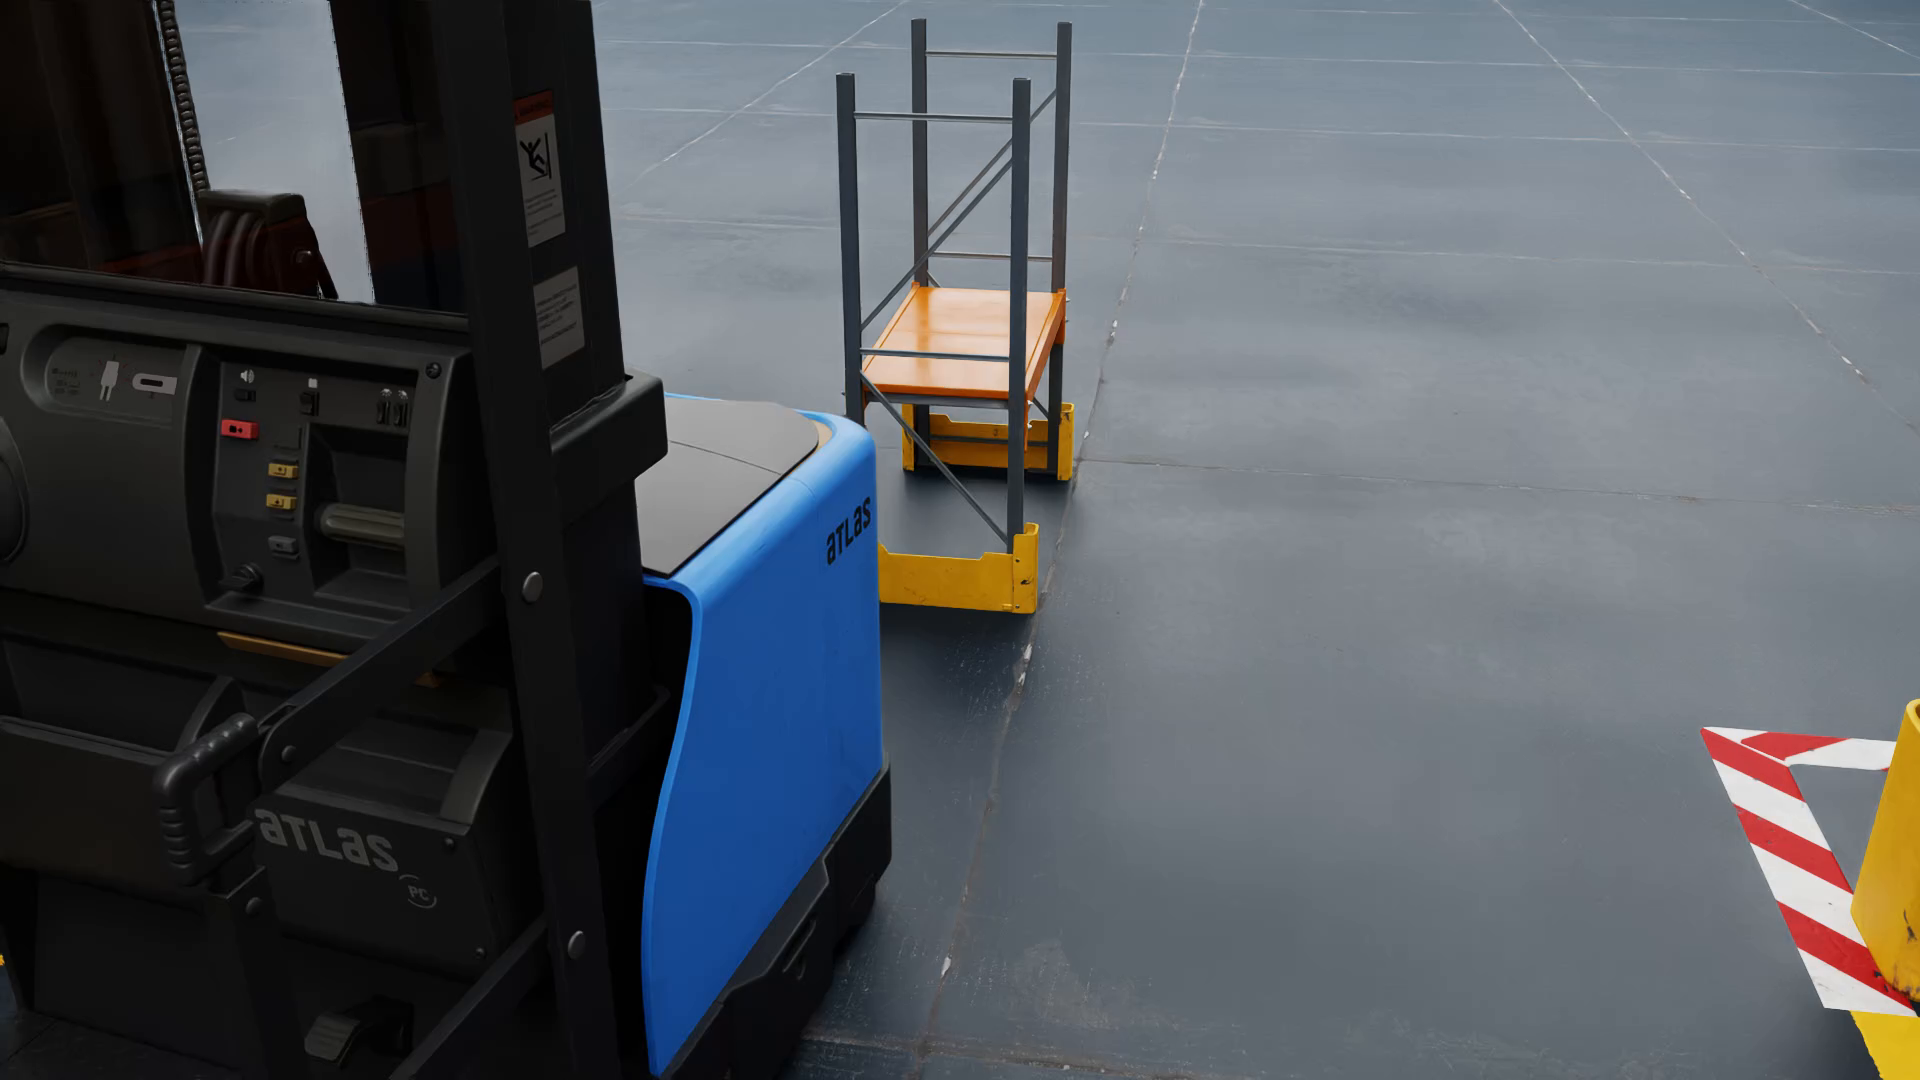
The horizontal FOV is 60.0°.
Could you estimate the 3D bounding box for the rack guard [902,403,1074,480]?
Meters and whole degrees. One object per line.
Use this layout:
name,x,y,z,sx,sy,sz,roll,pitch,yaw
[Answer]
rack guard,0.094,-0.353,5.710,0.587,0.250,0.087,4,25,9

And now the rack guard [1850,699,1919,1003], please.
rack guard,2.460,0.657,3.257,1.175,0.500,0.348,4,25,9

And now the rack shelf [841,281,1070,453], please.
rack shelf,0.014,-0.552,5.085,0.538,0.185,1.000,4,25,9

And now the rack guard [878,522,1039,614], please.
rack guard,-0.069,0.063,4.820,0.587,0.250,0.087,4,25,9

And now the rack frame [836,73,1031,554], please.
rack frame,-0.069,-0.502,4.554,0.500,1.500,0.032,4,25,9

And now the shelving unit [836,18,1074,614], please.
shelving unit,0.012,-0.711,5.000,0.587,1.500,1.083,4,25,9

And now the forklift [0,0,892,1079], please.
forklift,-1.116,-0.072,1.947,1.130,2.935,3.031,8,26,17

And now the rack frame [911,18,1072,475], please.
rack frame,0.097,-0.928,5.462,0.500,1.500,0.032,4,25,9
